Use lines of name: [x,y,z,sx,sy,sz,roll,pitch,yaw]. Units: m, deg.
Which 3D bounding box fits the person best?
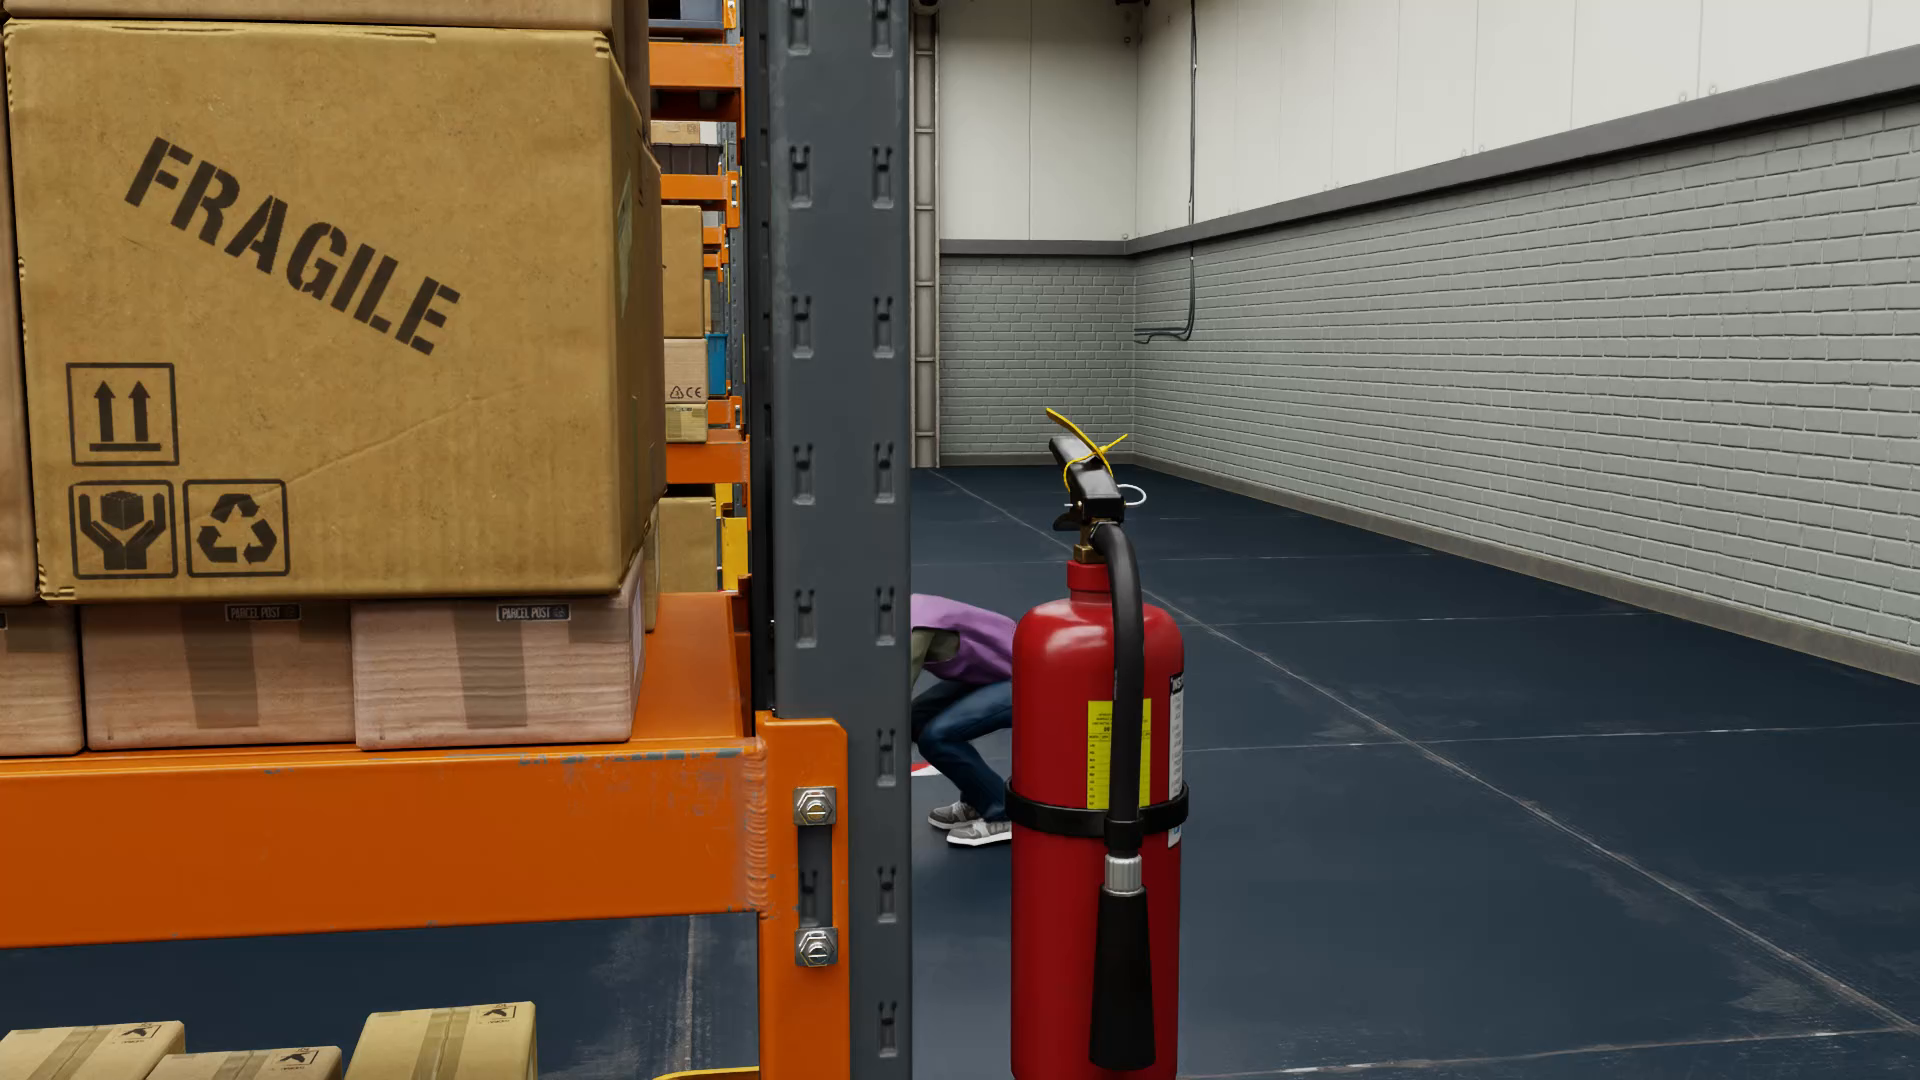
person: [-0.054,0.572,5.660,0.841,0.900,0.423,-1,7,-10]
